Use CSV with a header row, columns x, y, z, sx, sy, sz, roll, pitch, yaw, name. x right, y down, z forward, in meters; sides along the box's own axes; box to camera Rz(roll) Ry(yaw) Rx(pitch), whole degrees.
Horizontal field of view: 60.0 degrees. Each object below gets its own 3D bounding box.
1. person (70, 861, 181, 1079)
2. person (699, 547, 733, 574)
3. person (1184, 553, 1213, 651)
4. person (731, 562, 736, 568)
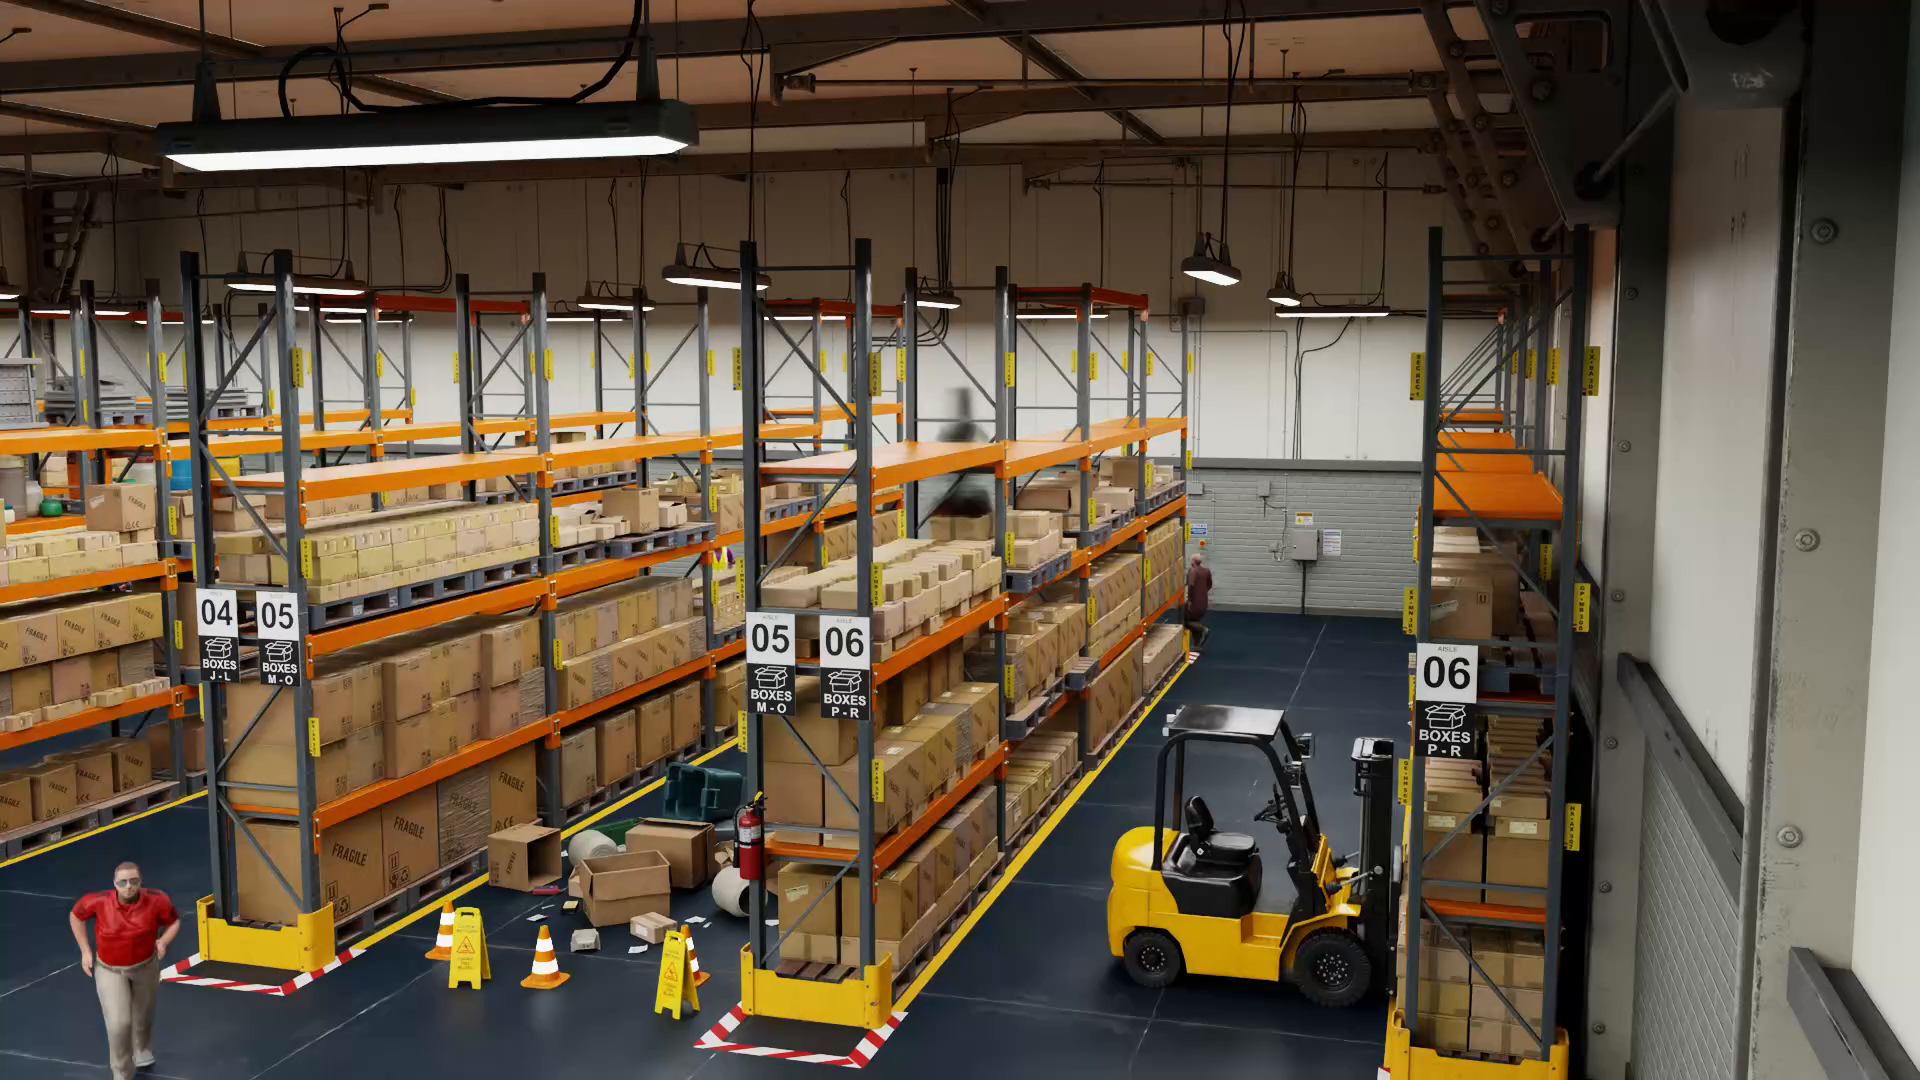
x,y,z,sx,sy,sz,roll,pitch,yaw,name
-5.832,3.055,11.669,0.677,1.738,0.917,-4,8,-32,person
-4.657,0.743,31.880,0.682,1.732,0.612,-2,7,-14,person
4.129,1.087,28.920,0.708,1.722,0.664,-6,9,-44,person
-3.737,1.207,27.987,0.594,1.711,0.827,3,7,21,person
